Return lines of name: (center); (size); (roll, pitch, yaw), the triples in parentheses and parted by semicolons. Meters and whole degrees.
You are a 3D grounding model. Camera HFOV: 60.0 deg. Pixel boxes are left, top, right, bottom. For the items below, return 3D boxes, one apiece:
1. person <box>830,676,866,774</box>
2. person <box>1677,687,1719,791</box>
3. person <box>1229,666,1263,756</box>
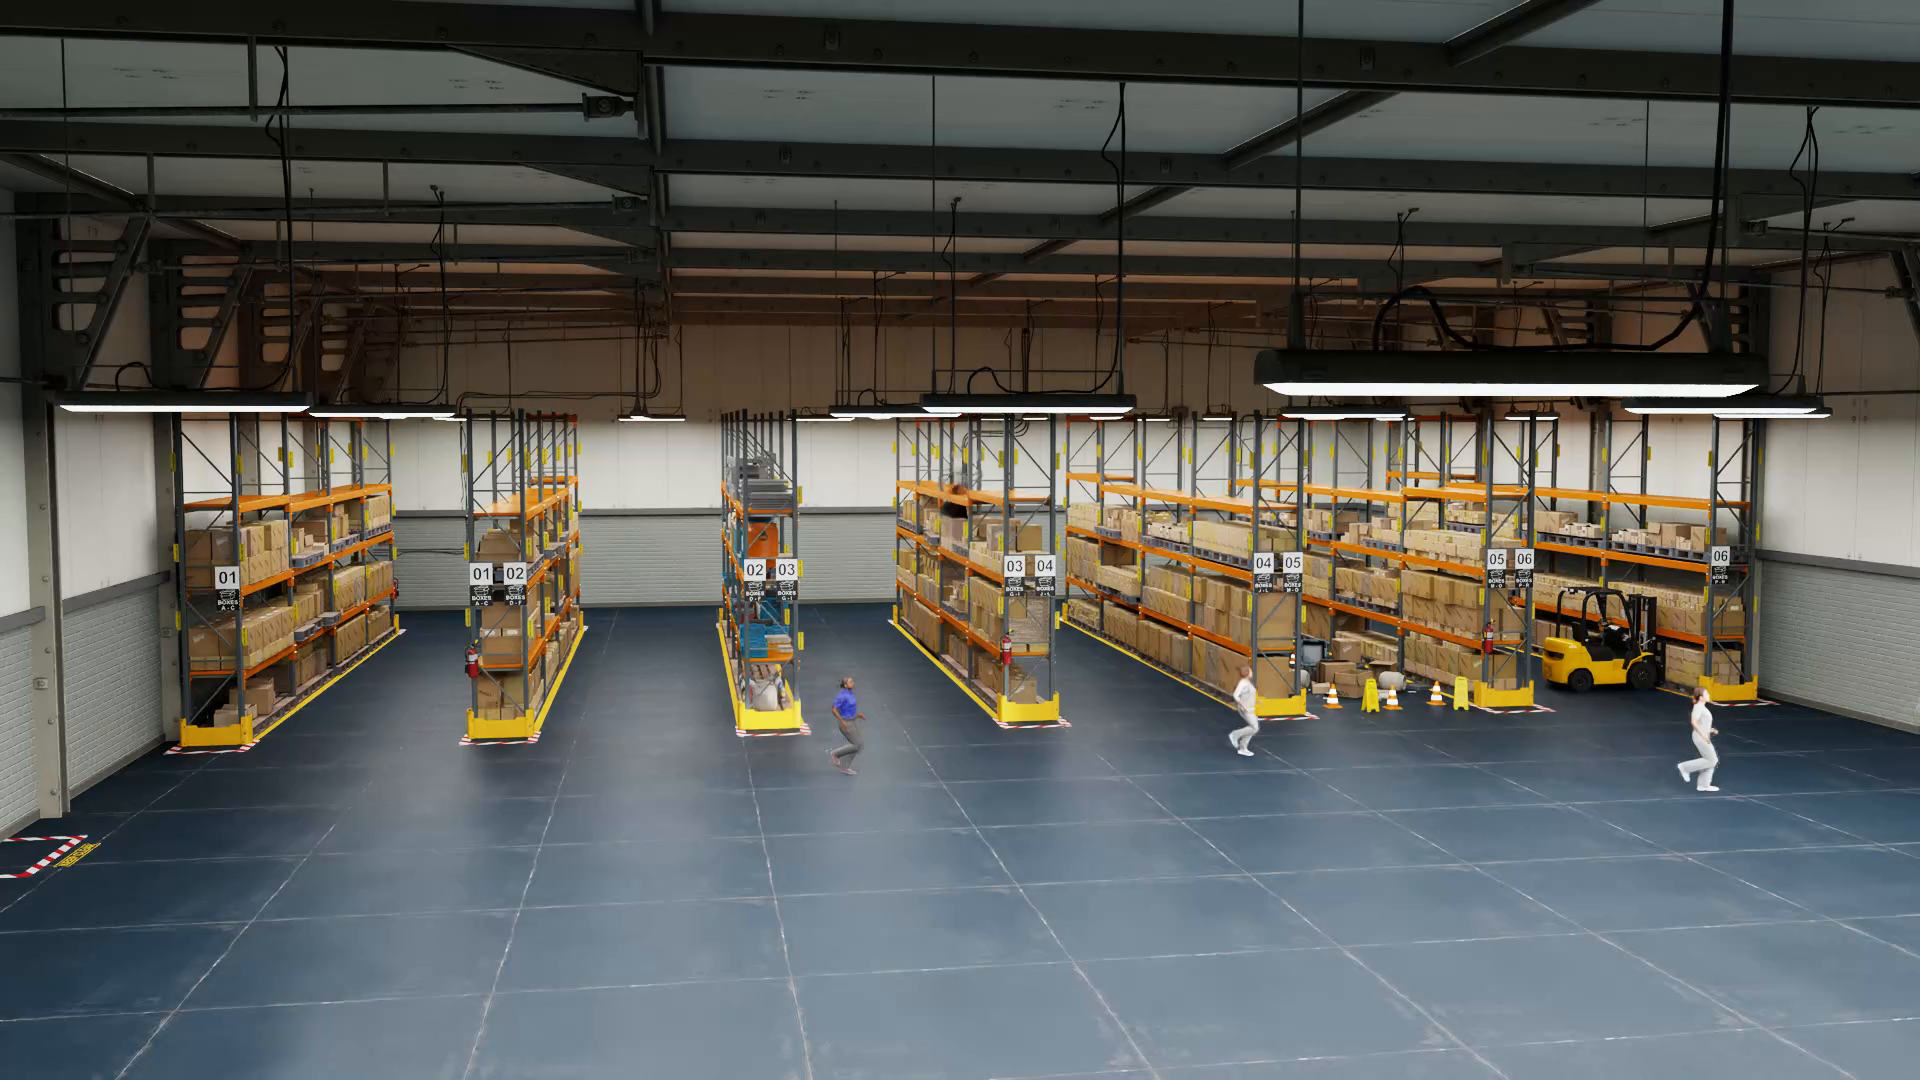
person: (-1.823, 3.030, 27.204); (0.555, 1.615, 0.581); (1, 4, 15)
person: (11.530, 3.104, 25.951); (0.598, 1.626, 0.580); (2, 4, 22)
person: (4.946, 3.058, 28.736); (0.544, 1.336, 0.536); (2, 4, 22)
